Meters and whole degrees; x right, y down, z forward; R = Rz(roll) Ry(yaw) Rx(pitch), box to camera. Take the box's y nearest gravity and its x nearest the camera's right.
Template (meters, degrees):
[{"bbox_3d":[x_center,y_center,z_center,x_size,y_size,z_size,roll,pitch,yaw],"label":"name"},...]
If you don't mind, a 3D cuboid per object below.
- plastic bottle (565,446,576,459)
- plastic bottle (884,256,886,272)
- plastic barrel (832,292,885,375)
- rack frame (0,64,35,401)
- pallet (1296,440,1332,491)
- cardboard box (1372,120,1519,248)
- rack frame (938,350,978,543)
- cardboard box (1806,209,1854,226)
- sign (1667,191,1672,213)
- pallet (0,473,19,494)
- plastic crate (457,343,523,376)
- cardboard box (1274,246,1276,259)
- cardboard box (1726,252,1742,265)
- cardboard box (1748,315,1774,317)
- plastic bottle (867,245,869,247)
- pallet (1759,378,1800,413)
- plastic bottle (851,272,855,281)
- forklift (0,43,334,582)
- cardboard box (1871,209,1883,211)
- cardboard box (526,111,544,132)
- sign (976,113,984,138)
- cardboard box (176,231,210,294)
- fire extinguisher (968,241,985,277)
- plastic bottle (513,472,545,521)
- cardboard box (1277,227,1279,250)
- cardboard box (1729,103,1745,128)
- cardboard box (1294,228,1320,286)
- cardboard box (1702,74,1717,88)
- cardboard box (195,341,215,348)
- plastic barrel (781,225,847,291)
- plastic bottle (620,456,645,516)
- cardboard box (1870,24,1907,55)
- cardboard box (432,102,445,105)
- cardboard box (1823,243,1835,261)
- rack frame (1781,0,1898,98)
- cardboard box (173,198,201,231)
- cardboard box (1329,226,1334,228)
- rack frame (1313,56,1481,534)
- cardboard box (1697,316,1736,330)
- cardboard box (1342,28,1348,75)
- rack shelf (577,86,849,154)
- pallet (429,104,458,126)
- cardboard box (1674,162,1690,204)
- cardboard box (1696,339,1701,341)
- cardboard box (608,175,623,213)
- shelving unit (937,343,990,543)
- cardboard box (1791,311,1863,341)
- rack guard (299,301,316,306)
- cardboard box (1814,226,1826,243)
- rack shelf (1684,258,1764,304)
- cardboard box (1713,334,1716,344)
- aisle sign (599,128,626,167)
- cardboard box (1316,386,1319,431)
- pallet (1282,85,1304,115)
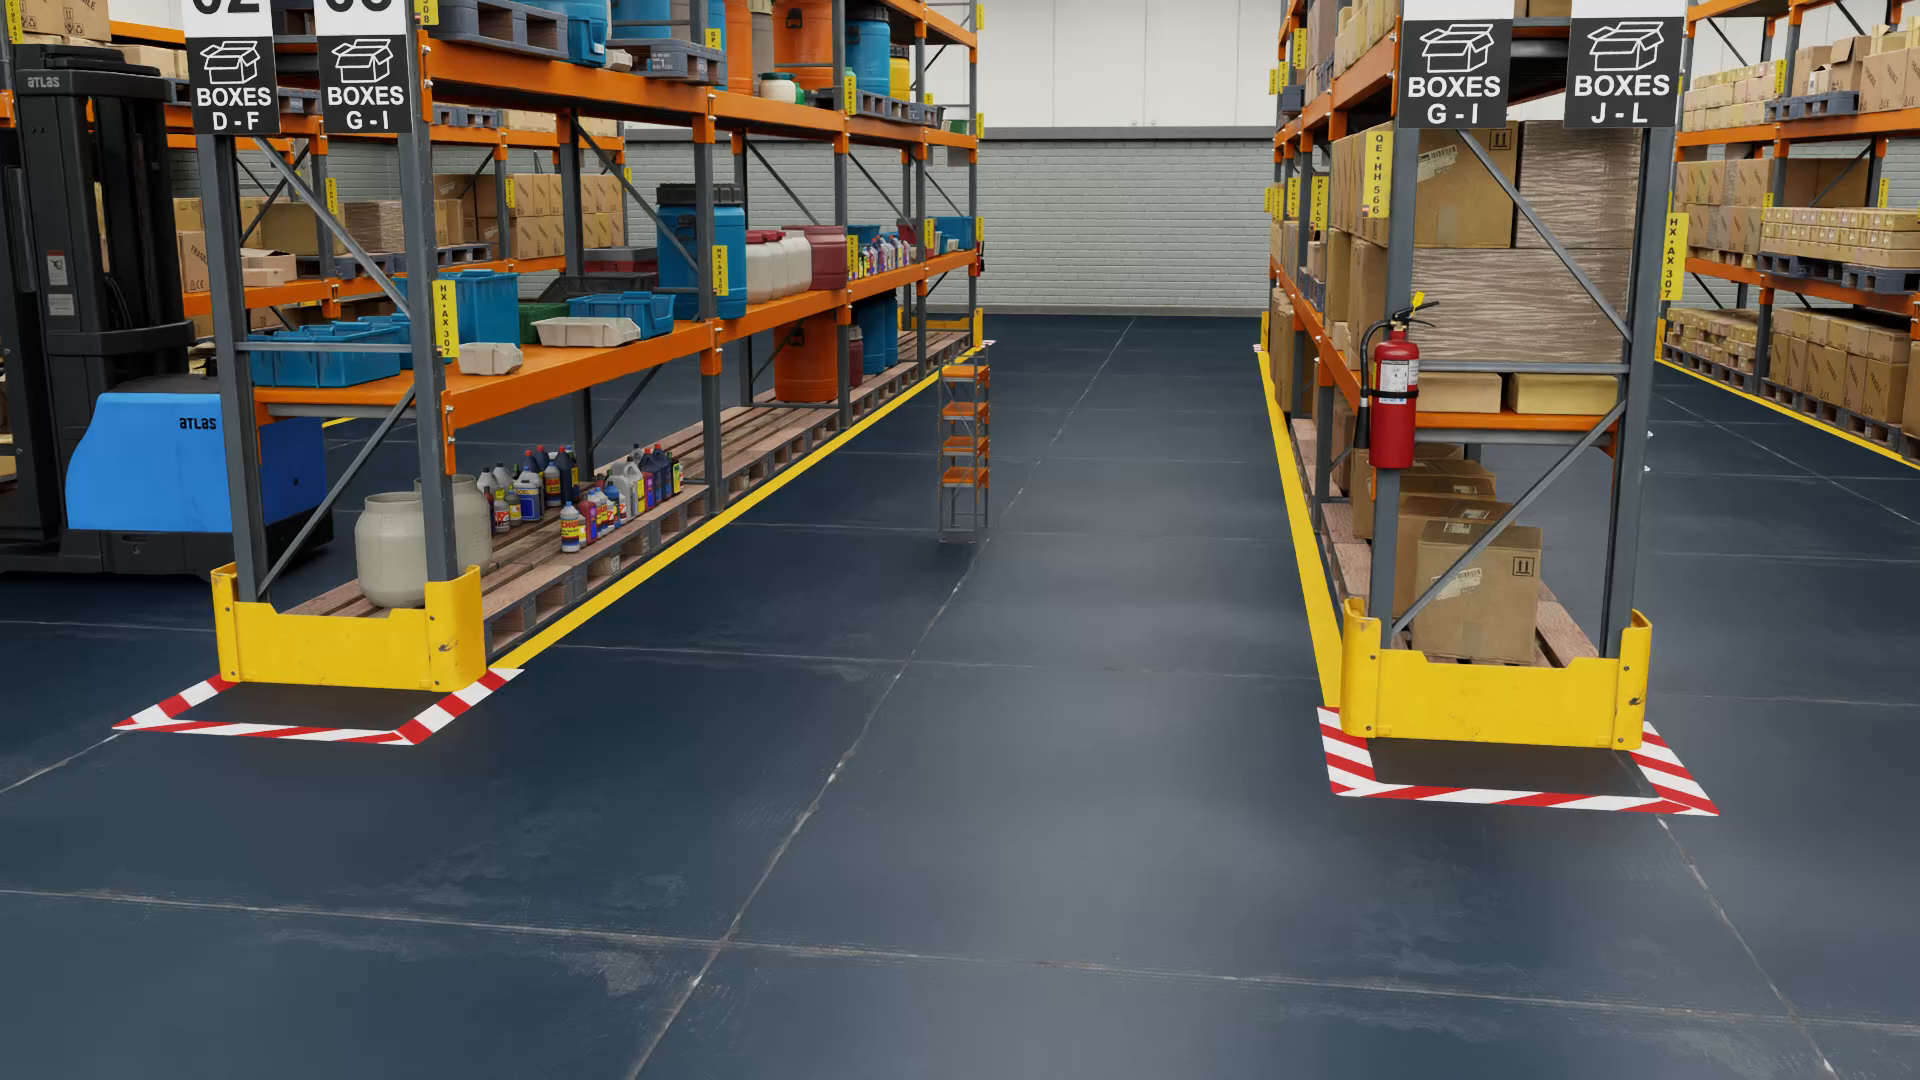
[{"bbox_3d":[-2.604,-0.490,11.077,0.097,0.271,0.097,0,12,0],"label":"plastic bottle"},{"bbox_3d":[-0.813,-2.854,17.087,0.097,0.201,0.097,0,12,0],"label":"plastic bottle"},{"bbox_3d":[-1.101,-2.245,17.775,0.600,0.901,0.708,2,12,9],"label":"plastic barrel"},{"bbox_3d":[-7.015,-1.822,11.826,1.000,3.000,0.127,2,12,9],"label":"rack frame"},{"bbox_3d":[3.076,-0.554,12.561,1.003,0.211,1.213,2,12,9],"label":"pallet"},{"bbox_3d":[1.998,-1.473,6.891,0.500,0.500,0.500,2,12,9],"label":"cardboard box"},{"bbox_3d":[-0.012,-0.570,10.291,0.240,1.200,0.015,2,12,9],"label":"rack frame"},{"bbox_3d":[8.175,-3.020,15.576,0.380,0.149,0.250,2,12,11],"label":"cardboard box"},{"bbox_3d":[8.967,-4.257,21.071,0.100,0.325,0.005,2,12,9],"label":"sign"},{"bbox_3d":[-7.179,-0.294,11.358,1.003,0.211,1.213,2,12,9],"label":"pallet"},{"bbox_3d":[-2.281,-0.875,8.058,0.298,0.136,0.250,2,12,9],"label":"plastic crate"},{"bbox_3d":[3.964,-3.437,19.918,0.380,0.149,0.250,2,12,10],"label":"cardboard box"},{"bbox_3d":[8.809,-3.149,18.581,0.380,0.149,0.250,1,12,6],"label":"cardboard box"},{"bbox_3d":[9.574,-2.582,19.713,0.380,0.149,0.250,2,12,11],"label":"cardboard box"},{"bbox_3d":[-0.949,-2.913,17.196,0.097,0.271,0.097,0,12,0],"label":"plastic bottle"},{"bbox_3d":[8.770,-1.458,16.759,1.003,0.211,1.213,2,12,9],"label":"pallet"},{"bbox_3d":[-1.025,-2.583,15.634,0.061,0.283,0.133,2,12,9],"label":"plastic bottle"},{"bbox_3d":[-5.379,-1.308,9.607,3.031,2.935,1.130,1,12,6],"label":"forklift"},{"bbox_3d":[8.856,-3.051,15.720,0.380,0.149,0.250,1,12,7],"label":"cardboard box"},{"bbox_3d":[-5.385,-5.077,20.168,0.500,0.250,0.500,2,12,9],"label":"cardboard box"},{"bbox_3d":[0.270,-5.559,22.297,0.100,0.325,0.005,2,12,9],"label":"sign"},{"bbox_3d":[-6.642,-2.353,14.056,0.500,0.500,0.500,1,12,6],"label":"cardboard box"},{"bbox_3d":[0.196,-3.955,22.794,0.296,0.674,0.183,2,12,9],"label":"fire extinguisher"},{"bbox_3d":[-2.600,-0.262,10.010,0.152,0.276,0.135,2,12,9],"label":"plastic bottle"},{"bbox_3d":[3.889,-3.446,19.011,0.500,0.250,0.500,2,12,10],"label":"cardboard box"},{"bbox_3d":[8.863,-4.697,18.403,0.500,0.250,0.500,2,12,8],"label":"cardboard box"},{"bbox_3d":[3.219,-2.492,14.700,0.500,0.500,0.500,2,12,10],"label":"cardboard box"},{"bbox_3d":[9.020,-5.431,19.678,0.380,0.149,0.250,2,12,9],"label":"cardboard box"},{"bbox_3d":[-6.771,-1.690,15.414,0.500,0.311,0.500,2,12,11],"label":"cardboard box"},{"bbox_3d":[-1.278,-2.453,14.433,0.600,0.536,0.708,2,12,9],"label":"plastic barrel"},{"bbox_3d":[-2.015,-0.330,10.148,0.144,0.351,0.185,2,12,8],"label":"plastic bottle"},{"bbox_3d":[8.256,-4.401,14.622,0.396,0.266,0.258,2,12,9],"label":"cardboard box"},{"bbox_3d":[-6.016,-5.014,18.048,0.600,0.600,0.600,2,12,8],"label":"cardboard box"},{"bbox_3d":[8.097,-2.618,15.119,0.380,0.149,0.250,2,12,10],"label":"cardboard box"},{"bbox_3d":[8.888,-5.916,16.585,1.000,3.000,0.127,2,12,9],"label":"rack frame"},{"bbox_3d":[-10.463,-4.057,21.489,0.980,0.700,0.700,2,12,7],"label":"cardboard box"},{"bbox_3d":[2.642,-1.602,9.866,0.875,0.500,0.500,2,12,9],"label":"cardboard box"},{"bbox_3d":[2.772,-1.500,10.333,1.000,3.000,0.127,2,12,9],"label":"rack frame"},{"bbox_3d":[8.904,-2.546,19.545,0.380,0.149,0.250,2,12,10],"label":"cardboard box"},{"bbox_3d":[2.374,-2.697,9.125,0.500,0.250,0.500,2,12,8],"label":"cardboard box"},{"bbox_3d":[-1.814,-3.191,12.769,1.077,0.370,4.000,2,12,9],"label":"rack shelf"},{"bbox_3d":[-6.111,-4.512,17.636,1.213,0.211,1.003,2,12,9],"label":"pallet"},{"bbox_3d":[9.172,-4.414,20.540,0.500,0.500,0.500,2,12,8],"label":"cardboard box"},{"bbox_3d":[9.023,-2.314,19.882,0.380,0.149,0.250,2,12,9],"label":"cardboard box"},{"bbox_3d":[-4.967,-4.756,22.830,0.500,0.500,0.500,2,12,8],"label":"cardboard box"},{"bbox_3d":[0.025,-0.621,10.527,0.258,1.200,0.503,2,12,9],"label":"shelving unit"},{"bbox_3d":[8.434,-2.077,16.168,0.500,0.250,0.500,2,12,10],"label":"cardboard box"},{"bbox_3d":[-10.061,-3.262,24.445,1.175,0.500,0.348,2,12,9],"label":"rack guard"},{"bbox_3d":[8.135,-2.819,15.346,0.380,0.149,0.250,2,12,8],"label":"cardboard box"},{"bbox_3d":[9.196,-3.048,19.225,1.077,0.370,4.000,2,12,9],"label":"rack shelf"},{"bbox_3d":[8.975,-2.342,19.303,0.380,0.149,0.250,2,12,11],"label":"cardboard box"},{"bbox_3d":[-4.857,-5.595,23.163,0.394,0.787,0.004,2,12,9],"label":"aisle sign"},{"bbox_3d":[3.232,-1.070,13.226,0.700,0.500,0.500,1,12,4],"label":"cardboard box"},{"bbox_3d":[3.434,-3.842,14.531,1.213,0.211,1.003,2,12,11],"label":"pallet"}]
